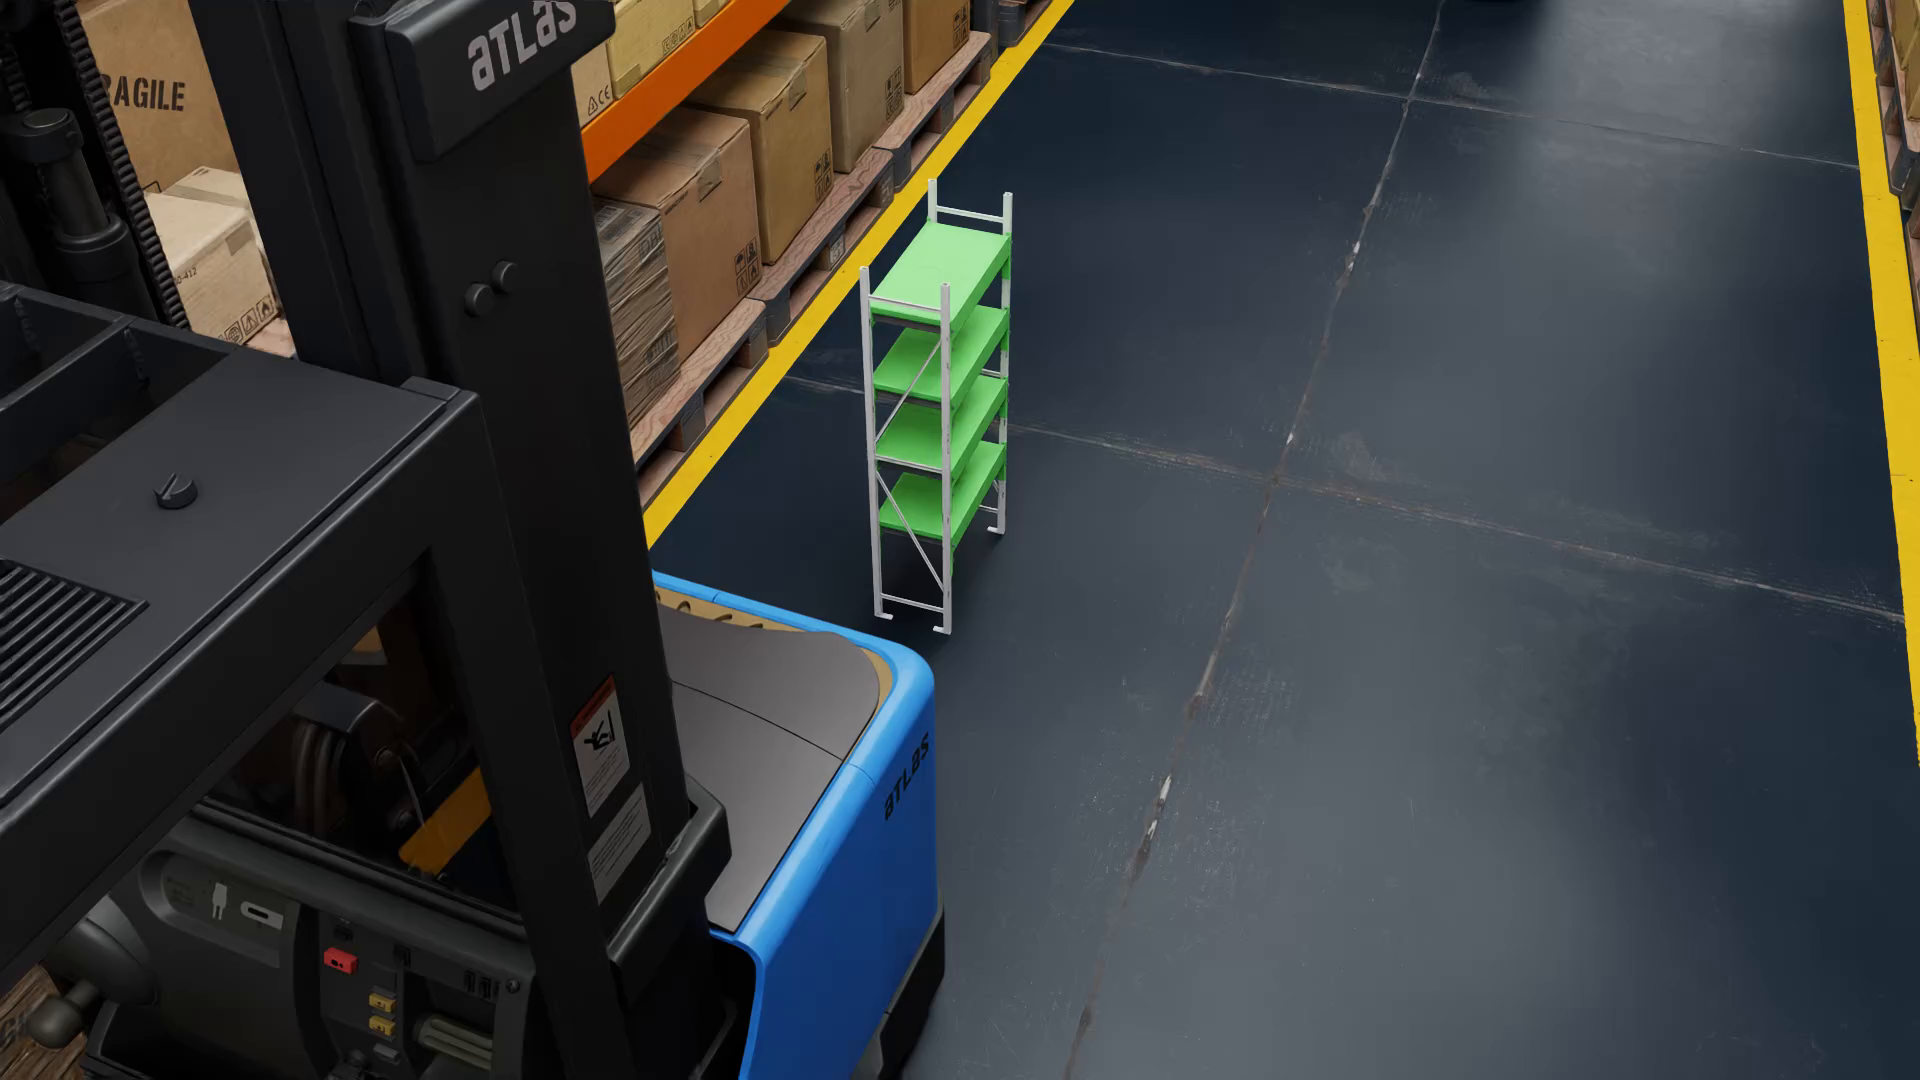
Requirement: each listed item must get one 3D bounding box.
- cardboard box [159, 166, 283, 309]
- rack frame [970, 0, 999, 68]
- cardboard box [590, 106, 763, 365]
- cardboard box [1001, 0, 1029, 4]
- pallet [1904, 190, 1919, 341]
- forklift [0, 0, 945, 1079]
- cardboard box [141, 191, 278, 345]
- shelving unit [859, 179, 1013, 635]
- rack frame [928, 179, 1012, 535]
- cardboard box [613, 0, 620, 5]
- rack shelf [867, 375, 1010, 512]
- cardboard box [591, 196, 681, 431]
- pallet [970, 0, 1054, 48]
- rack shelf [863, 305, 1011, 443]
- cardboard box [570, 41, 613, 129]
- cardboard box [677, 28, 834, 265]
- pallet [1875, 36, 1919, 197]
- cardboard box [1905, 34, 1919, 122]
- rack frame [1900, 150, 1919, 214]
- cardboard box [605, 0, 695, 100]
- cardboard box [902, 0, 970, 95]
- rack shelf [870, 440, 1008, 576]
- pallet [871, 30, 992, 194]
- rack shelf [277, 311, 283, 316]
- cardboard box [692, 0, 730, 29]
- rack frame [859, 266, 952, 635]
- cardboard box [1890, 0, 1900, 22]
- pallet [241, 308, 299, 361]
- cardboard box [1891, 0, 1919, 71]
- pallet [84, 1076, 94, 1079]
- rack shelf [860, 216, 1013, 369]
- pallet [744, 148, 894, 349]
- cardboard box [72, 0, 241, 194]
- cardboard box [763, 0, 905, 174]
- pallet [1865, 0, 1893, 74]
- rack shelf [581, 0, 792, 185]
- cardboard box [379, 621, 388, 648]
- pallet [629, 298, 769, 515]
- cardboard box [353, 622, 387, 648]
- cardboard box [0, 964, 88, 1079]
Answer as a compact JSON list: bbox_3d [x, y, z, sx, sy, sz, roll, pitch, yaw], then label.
[{"bbox_3d":[-1.541,-0.653,3.574,0.380,0.149,0.250,14,42,16],"label":"cardboard box"},{"bbox_3d":[-0.309,-3.514,7.058,1.000,3.000,0.127,13,42,15],"label":"rack frame"},{"bbox_3d":[-1.234,-1.108,5.744,0.875,0.625,0.625,15,43,16],"label":"cardboard box"},{"bbox_3d":[0.168,-2.849,8.074,0.500,0.250,0.500,14,42,16],"label":"cardboard box"},{"bbox_3d":[4.092,-0.879,6.117,1.003,0.211,1.213,13,42,15],"label":"pallet"},{"bbox_3d":[-1.074,0.688,2.185,1.130,2.935,3.031,15,43,17],"label":"forklift"},{"bbox_3d":[-1.733,-0.462,3.272,0.500,0.250,0.500,11,42,13],"label":"cardboard box"},{"bbox_3d":[-0.057,-0.355,4.742,0.258,1.200,0.503,13,42,15],"label":"shelving unit"},{"bbox_3d":[0.027,-0.504,4.917,0.240,1.200,0.015,13,42,15],"label":"rack frame"},{"bbox_3d":[-1.123,-1.729,4.696,0.500,0.250,0.500,15,43,16],"label":"cardboard box"},{"bbox_3d":[-0.057,-0.307,4.784,0.258,0.148,0.480,13,42,15],"label":"rack shelf"},{"bbox_3d":[-1.451,-0.708,5.275,0.875,0.625,0.625,15,43,16],"label":"cardboard box"},{"bbox_3d":[0.002,-2.929,8.520,1.003,0.211,1.213,13,42,15],"label":"pallet"},{"bbox_3d":[-0.057,-0.489,4.628,0.258,0.148,0.480,13,42,15],"label":"rack shelf"},{"bbox_3d":[-1.295,-1.234,4.501,0.500,0.250,0.500,13,42,15],"label":"cardboard box"},{"bbox_3d":[-1.004,-1.519,6.226,0.875,0.625,0.625,12,42,13],"label":"cardboard box"},{"bbox_3d":[4.553,-1.771,7.164,1.003,0.211,1.213,13,42,15],"label":"pallet"},{"bbox_3d":[4.306,-1.949,7.018,0.500,0.250,0.500,15,43,17],"label":"cardboard box"},{"bbox_3d":[4.357,-2.415,5.769,1.000,3.000,0.127,13,42,15],"label":"rack frame"},{"bbox_3d":[-1.119,-1.539,4.859,0.500,0.250,0.500,12,42,14],"label":"cardboard box"},{"bbox_3d":[-0.477,-2.450,7.316,0.875,0.625,0.625,15,43,17],"label":"cardboard box"},{"bbox_3d":[-0.057,-0.124,4.939,0.258,0.148,0.480,13,42,15],"label":"rack shelf"},{"bbox_3d":[-0.524,-1.995,7.426,1.003,0.211,1.213,13,42,15],"label":"pallet"},{"bbox_3d":[-2.361,0.419,3.002,1.077,0.370,4.000,13,42,15],"label":"rack shelf"},{"bbox_3d":[-0.949,-1.855,5.229,0.500,0.250,0.500,12,42,14],"label":"cardboard box"},{"bbox_3d":[-0.140,-0.207,4.568,0.240,1.200,0.015,13,42,15],"label":"rack frame"},{"bbox_3d":[4.657,-2.585,7.764,0.500,0.250,0.500,14,42,16],"label":"cardboard box"},{"bbox_3d":[-1.842,-0.572,3.758,1.213,0.211,1.003,13,42,15],"label":"pallet"},{"bbox_3d":[4.479,-2.276,7.401,0.500,0.250,0.500,12,42,14],"label":"cardboard box"},{"bbox_3d":[-2.386,1.175,3.710,1.003,0.211,1.213,13,42,15],"label":"pallet"},{"bbox_3d":[-0.057,-0.672,4.472,0.258,0.148,0.480,13,42,15],"label":"rack shelf"},{"bbox_3d":[-0.940,-1.249,6.551,1.003,0.211,1.213,13,42,15],"label":"pallet"},{"bbox_3d":[-2.000,-0.993,3.702,0.500,0.500,0.500,15,43,17],"label":"cardboard box"},{"bbox_3d":[-0.749,-1.978,6.764,0.875,0.625,0.625,13,42,15],"label":"cardboard box"},{"bbox_3d":[4.969,-2.518,8.039,1.003,0.211,1.213,13,42,15],"label":"pallet"},{"bbox_3d":[-0.993,-2.021,5.862,1.077,0.370,4.000,13,42,15],"label":"rack shelf"},{"bbox_3d":[-1.619,0.022,4.515,0.500,0.500,0.500,14,43,16],"label":"cardboard box"},{"bbox_3d":[-1.358,-0.507,5.682,1.003,0.211,1.213,13,42,15],"label":"pallet"},{"bbox_3d":[-1.800,0.325,4.160,0.500,0.500,0.500,13,42,14],"label":"cardboard box"},{"bbox_3d":[-2.137,0.966,3.409,0.500,0.500,0.500,12,42,14],"label":"cardboard box"}]
